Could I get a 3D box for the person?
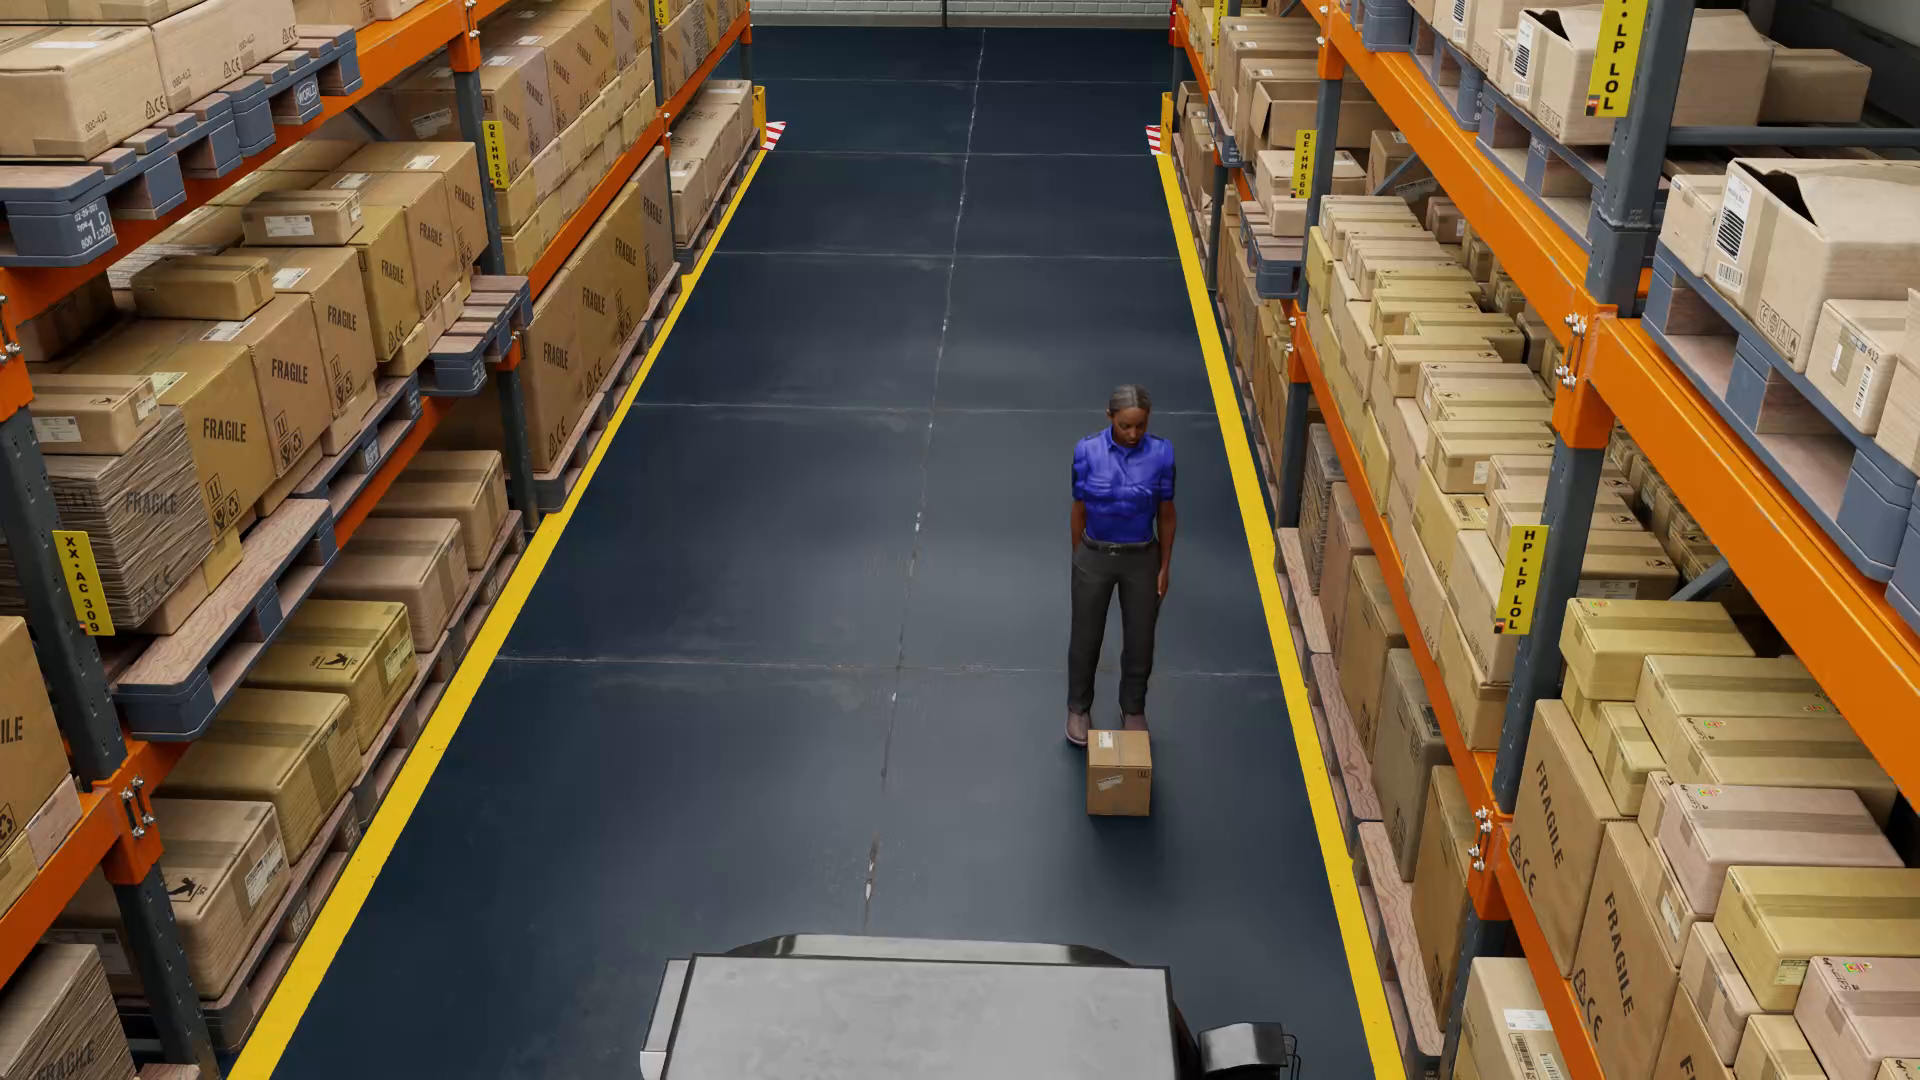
[{"bbox_3d":[0.684,0.233,6.963,0.493,1.415,0.598,0,28,1],"label":"person"}]
